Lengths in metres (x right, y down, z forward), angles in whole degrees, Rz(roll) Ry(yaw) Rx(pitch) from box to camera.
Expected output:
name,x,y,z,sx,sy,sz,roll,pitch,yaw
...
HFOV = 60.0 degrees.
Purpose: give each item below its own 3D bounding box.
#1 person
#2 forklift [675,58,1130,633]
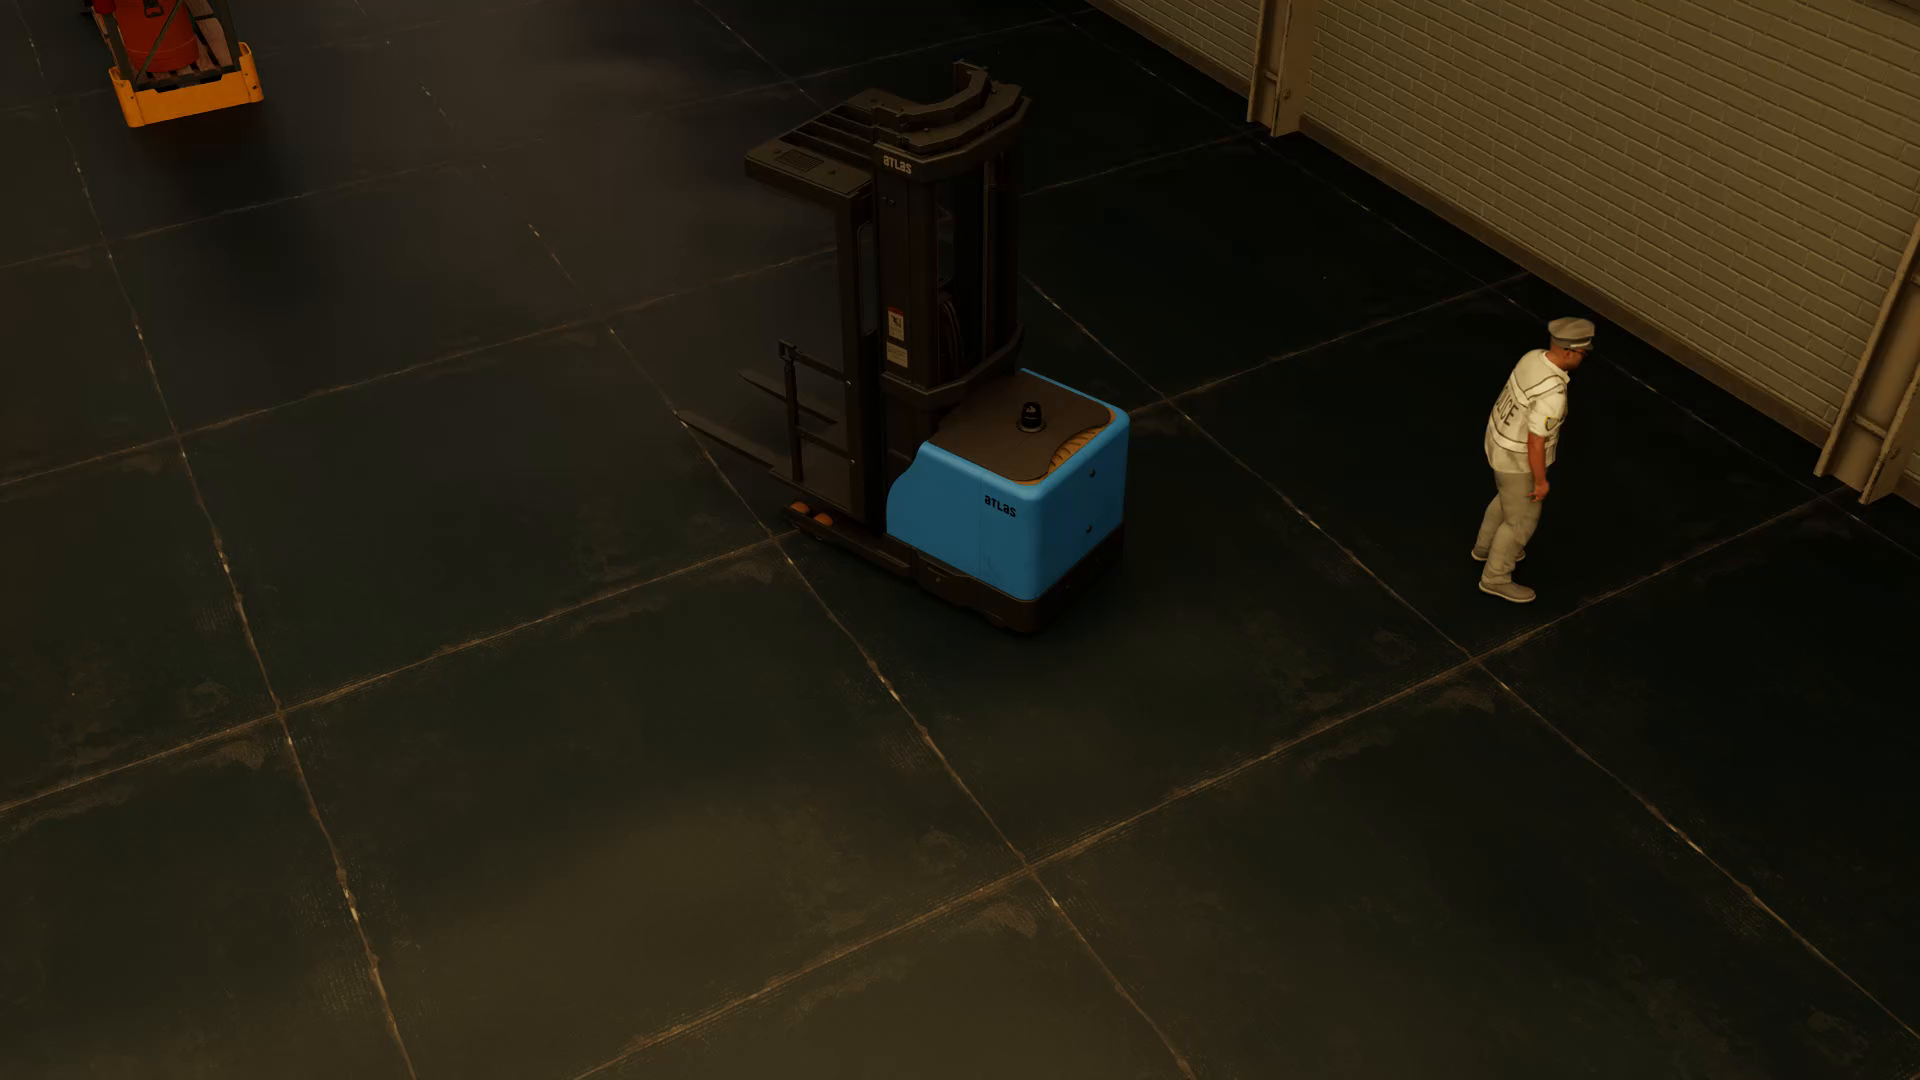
name,x,y,z,sx,sy,sz,roll,pitch,yaw
person,3.237,-0.488,9.549,0.433,1.748,0.595,4,40,4
forklift,-0.481,-1.366,9.683,3.031,2.935,1.130,26,46,28
